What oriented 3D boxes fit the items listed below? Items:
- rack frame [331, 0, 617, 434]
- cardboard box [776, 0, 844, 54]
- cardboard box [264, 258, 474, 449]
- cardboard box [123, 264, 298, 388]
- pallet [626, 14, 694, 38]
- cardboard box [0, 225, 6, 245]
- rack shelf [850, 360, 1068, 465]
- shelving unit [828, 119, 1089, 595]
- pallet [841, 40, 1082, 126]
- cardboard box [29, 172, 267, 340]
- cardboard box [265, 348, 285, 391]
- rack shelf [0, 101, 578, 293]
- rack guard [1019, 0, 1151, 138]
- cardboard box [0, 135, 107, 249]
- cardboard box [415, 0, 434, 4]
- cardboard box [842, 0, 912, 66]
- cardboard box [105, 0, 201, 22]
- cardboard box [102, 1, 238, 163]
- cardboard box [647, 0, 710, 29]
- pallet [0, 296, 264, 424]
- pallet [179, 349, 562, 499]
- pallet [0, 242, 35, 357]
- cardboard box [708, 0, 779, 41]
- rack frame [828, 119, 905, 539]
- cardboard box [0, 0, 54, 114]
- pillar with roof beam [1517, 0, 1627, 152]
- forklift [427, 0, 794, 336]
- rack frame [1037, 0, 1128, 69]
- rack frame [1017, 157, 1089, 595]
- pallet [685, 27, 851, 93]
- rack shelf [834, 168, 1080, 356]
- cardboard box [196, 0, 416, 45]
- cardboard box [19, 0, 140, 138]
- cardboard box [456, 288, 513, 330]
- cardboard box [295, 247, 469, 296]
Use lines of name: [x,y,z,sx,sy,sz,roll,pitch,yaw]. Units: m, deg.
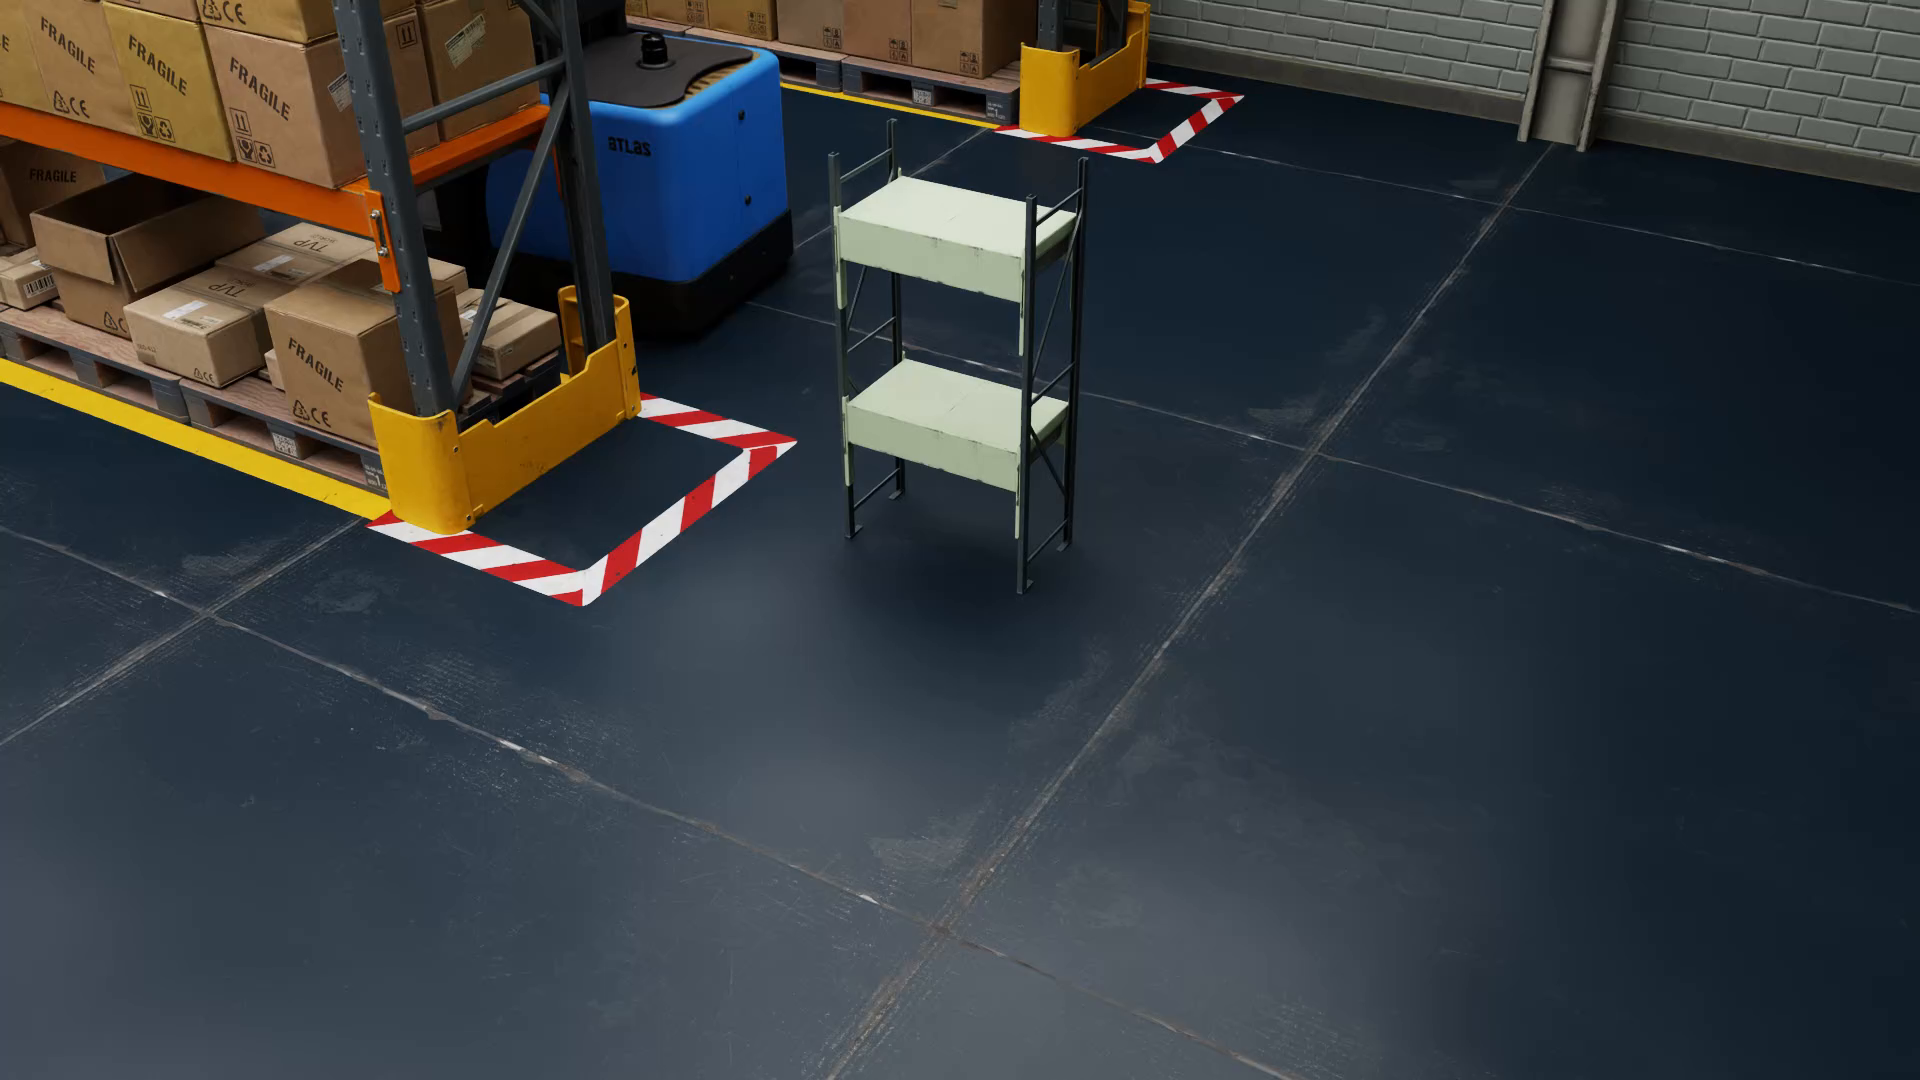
rack frame: [-1.705,-1.561,5.888,0.127,3.000,1.000,18,37,24]
cardboard box: [-0.780,-3.500,10.676,0.500,0.500,0.700,16,37,23]
cardboard box: [-2.300,-0.734,6.505,0.500,0.500,0.500,18,37,24]
cardboard box: [-3.110,-0.906,6.988,0.500,0.250,0.500,18,37,24]
pallet: [-2.102,-3.638,11.523,1.213,0.211,1.003,18,37,24]
cardboard box: [-4.921,-1.505,7.833,0.500,0.311,0.500,18,37,24]
rack shelf: [-0.006,-0.436,5.964,0.686,0.124,0.368,18,37,24]
shelving unit: [-0.006,-0.626,5.837,0.755,1.500,0.431,18,37,24]
pallet: [0.016,-2.967,10.515,1.213,0.211,1.003,18,37,24]
cardboard box: [-3.545,-1.291,7.337,0.637,0.503,0.797,18,37,24]
cardboard box: [-2.607,-0.750,6.830,0.250,0.166,0.380,18,37,24]
rack shelf: [-3.442,-1.811,6.913,4.000,0.370,1.077,18,37,24]
rack guard: [0.770,-2.899,10.152,0.348,0.500,1.175,18,37,24]
cardboard box: [-4.543,-1.783,8.080,0.500,0.500,0.500,18,37,24]
cardboard box: [-1.960,-2.267,5.956,0.500,0.500,0.500,19,38,26]
cardboard box: [-0.343,-3.362,10.469,0.500,0.500,0.700,17,37,24]
cardboard box: [-2.667,-2.147,5.776,0.500,0.500,0.500,19,38,26]
cardboard box: [-2.681,-1.736,6.060,0.500,0.500,0.500,18,38,25]
cardboard box: [-1.691,-3.785,11.104,0.500,0.500,0.700,17,37,24]
pallet: [-3.519,-0.976,7.525,1.213,0.211,1.003,18,37,24]
pallet: [-2.464,-0.640,7.020,1.213,0.211,1.003,18,37,24]
pallet: [-4.582,-1.311,8.028,1.213,0.211,1.003,18,37,24]
cardboard box: [-1.246,-3.643,10.891,0.500,0.500,0.700,18,38,25]
rack frame: [-0.324,-0.727,5.988,0.023,1.500,0.400,18,37,24]
cardboard box: [-3.549,-2.014,6.478,0.500,0.500,0.500,17,37,24]
pillar with roof beam: [1.387,-4.045,4.205,0.400,9.000,9.100,18,37,24]
forklift: [-2.392,-2.683,7.635,3.031,2.935,1.130,13,36,19]
rack frame: [0.749,-3.946,9.469,0.127,3.000,1.000,18,37,24]
rack frame: [0.312,-0.525,5.686,0.023,1.500,0.400,18,37,24]
pallet: [-1.039,-3.303,11.020,1.213,0.211,1.003,18,37,24]
rack shelf: [-0.006,-0.951,5.621,0.720,0.370,0.431,18,37,24]
cardboard box: [-2.228,-2.009,5.568,0.500,0.500,0.500,17,37,24]
cardboard box: [-3.112,-1.875,6.270,0.500,0.500,0.500,18,38,25]
cardboard box: [-2.115,-0.914,7.075,0.250,0.166,0.380,18,37,24]
cardboard box: [-2.471,-1.023,7.164,0.500,0.250,0.500,18,37,24]
